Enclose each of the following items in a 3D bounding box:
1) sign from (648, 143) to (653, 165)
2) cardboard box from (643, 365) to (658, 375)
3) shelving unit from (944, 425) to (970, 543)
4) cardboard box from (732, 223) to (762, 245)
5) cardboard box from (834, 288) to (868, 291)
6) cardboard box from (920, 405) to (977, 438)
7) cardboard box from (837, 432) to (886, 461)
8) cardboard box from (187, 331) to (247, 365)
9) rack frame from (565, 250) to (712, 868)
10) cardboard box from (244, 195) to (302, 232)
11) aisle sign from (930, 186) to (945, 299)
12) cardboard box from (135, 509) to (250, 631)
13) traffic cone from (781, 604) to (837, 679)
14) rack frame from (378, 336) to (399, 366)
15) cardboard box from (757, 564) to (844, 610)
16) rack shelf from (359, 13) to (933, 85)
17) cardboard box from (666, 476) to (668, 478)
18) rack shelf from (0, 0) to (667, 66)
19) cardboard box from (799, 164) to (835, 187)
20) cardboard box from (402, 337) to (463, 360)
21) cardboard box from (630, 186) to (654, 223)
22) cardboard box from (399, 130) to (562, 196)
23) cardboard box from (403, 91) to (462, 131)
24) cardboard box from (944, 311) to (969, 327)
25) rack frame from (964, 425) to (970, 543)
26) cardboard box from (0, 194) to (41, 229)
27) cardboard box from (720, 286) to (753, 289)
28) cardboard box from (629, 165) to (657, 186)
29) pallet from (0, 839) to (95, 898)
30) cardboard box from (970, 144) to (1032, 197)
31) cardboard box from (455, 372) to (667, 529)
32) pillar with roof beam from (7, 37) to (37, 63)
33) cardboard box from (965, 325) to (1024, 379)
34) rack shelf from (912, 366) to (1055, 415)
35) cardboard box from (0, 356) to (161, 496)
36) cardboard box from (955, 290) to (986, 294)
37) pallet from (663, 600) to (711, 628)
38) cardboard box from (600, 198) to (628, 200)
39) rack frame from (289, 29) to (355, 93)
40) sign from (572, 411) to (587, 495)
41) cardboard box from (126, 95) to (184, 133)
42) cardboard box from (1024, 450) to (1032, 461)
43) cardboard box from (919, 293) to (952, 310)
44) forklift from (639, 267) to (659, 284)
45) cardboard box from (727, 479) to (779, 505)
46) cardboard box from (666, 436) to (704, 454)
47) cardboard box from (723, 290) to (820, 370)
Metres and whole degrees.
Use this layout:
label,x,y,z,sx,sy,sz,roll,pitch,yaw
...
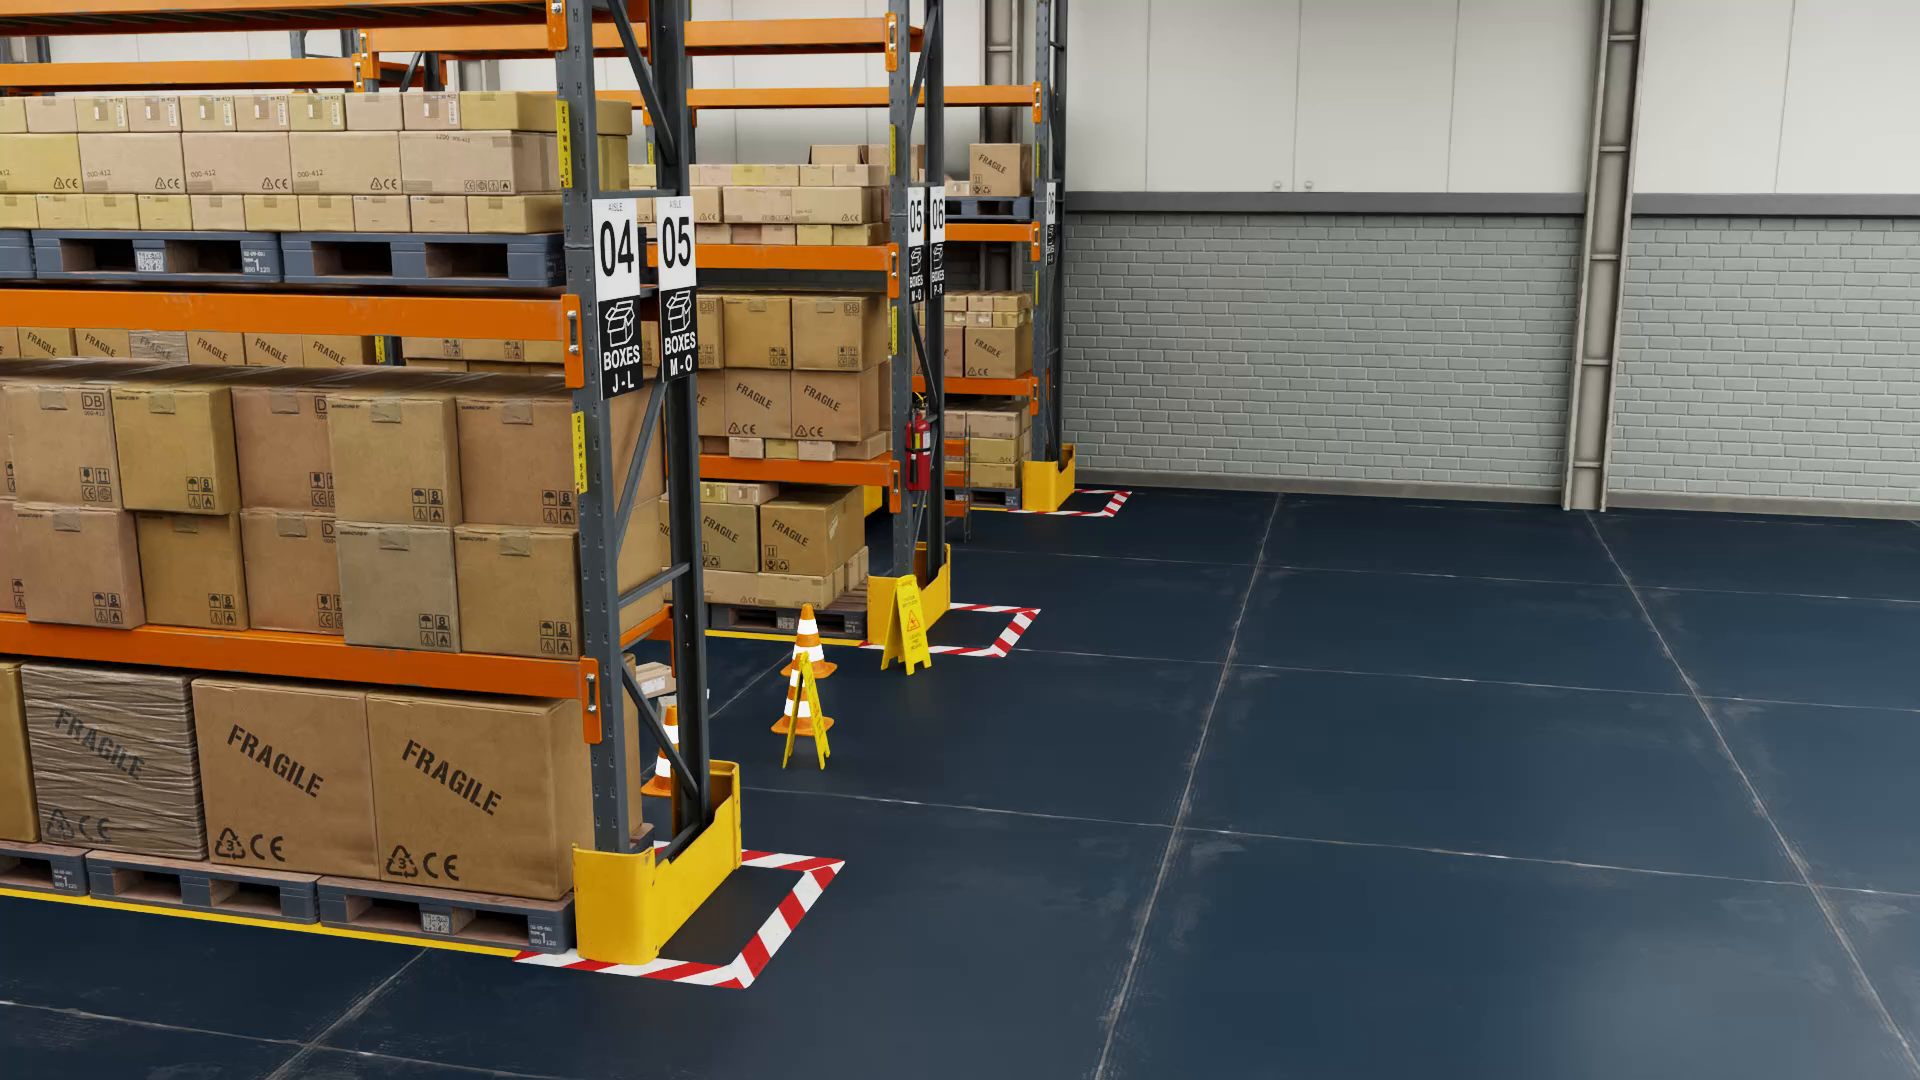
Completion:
label,x,y,z,sx,sy,sz,roll,pitch,yaw
sign,-3.114,-3.836,16.768,0.005,0.325,0.100,3,13,14
cardboard box,-2.346,-1.077,12.260,0.500,0.500,0.500,3,13,14
shelving unit,-0.052,-0.515,15.149,0.252,1.050,0.215,3,13,14
cardboard box,-1.438,-2.184,11.823,0.250,0.149,0.380,3,13,14
cardboard box,-1.137,-2.545,17.379,0.250,0.149,0.380,3,13,15
cardboard box,-0.129,-1.207,16.834,0.500,0.250,0.500,3,13,15
cardboard box,-0.710,-0.680,11.970,0.250,0.149,0.380,4,13,15
cardboard box,-5.664,-1.464,13.037,0.500,0.500,0.500,4,13,15
rack frame,-1.383,0.218,7.343,0.127,3.000,1.000,3,13,14
cardboard box,-2.776,-1.377,6.984,0.250,0.149,0.380,3,13,13
aisle sign,-0.161,-2.160,12.056,0.004,0.787,0.394,3,13,14
cardboard box,-3.332,0.037,7.813,0.500,0.550,0.875,3,13,14
traffic cone,-1.022,0.659,11.211,0.334,0.463,0.336,3,13,14
rack frame,-4.179,-1.036,12.994,0.127,3.000,1.000,3,13,14
cardboard box,-1.168,0.322,12.250,0.500,0.250,0.500,3,13,13
rack shelf,-2.237,-3.508,11.955,4.000,0.370,1.077,3,13,14
cardboard box,-2.550,-0.238,13.046,0.500,0.500,0.500,4,13,17
rack shelf,-3.325,-2.268,7.282,4.000,0.370,1.077,3,13,14
cardboard box,-0.936,-2.536,11.570,0.250,0.149,0.380,3,13,15
cardboard box,-3.804,-1.650,12.534,0.500,0.500,0.700,3,13,13
cardboard box,-2.341,-2.413,11.933,0.500,0.250,0.500,3,13,14
cardboard box,-1.925,-1.539,6.796,0.500,0.250,0.500,3,13,14
cardboard box,-2.034,-1.726,6.720,0.250,0.149,0.380,3,13,14
cardboard box,-0.006,-2.230,16.649,0.250,0.149,0.380,3,13,15
rack frame,0.067,-0.509,15.120,0.008,1.050,0.200,3,13,14
cardboard box,-4.006,-1.443,7.281,0.250,0.149,0.380,3,13,13
cardboard box,-2.377,-2.616,17.700,0.250,0.149,0.380,3,13,12
cardboard box,-2.191,-2.587,11.801,0.250,0.149,0.380,3,13,15
pallet,-4.547,1.427,8.329,1.213,0.211,1.003,3,13,14
cardboard box,0.402,-3.611,16.245,0.500,0.500,0.500,3,13,15
cardboard box,-1.734,-0.410,7.333,0.550,0.550,0.875,3,13,14
pillar with roof beam,-12.252,-4.744,15.858,0.400,9.000,9.100,3,13,14
cardboard box,0.349,-1.892,16.619,0.500,0.500,0.500,3,13,12
rack shelf,-1.052,-1.625,17.310,4.000,0.370,1.077,3,13,14
cardboard box,-4.355,-0.560,8.008,0.550,0.550,0.875,3,13,14
cardboard box,0.110,-2.477,17.073,0.250,0.149,0.380,3,13,15
pallet,-2.330,0.416,12.889,1.213,0.211,1.003,3,13,14
cardboard box,-1.639,-1.463,7.373,0.250,0.149,0.380,3,13,14
rack frame,-6.877,-5.216,17.986,0.127,3.000,1.000,3,13,14
sign,-1.527,-0.350,6.681,0.005,0.325,0.100,3,13,14
cardboard box,-3.273,-1.792,7.017,0.250,0.149,0.380,3,13,14
cardboard box,0.460,-0.802,17.317,0.500,0.250,0.500,3,13,14
cardboard box,-0.239,-2.400,16.727,0.250,0.149,0.380,3,13,14
forklift,-3.667,-1.826,16.713,1.130,2.935,3.031,-10,16,-37
cardboard box,-1.508,-0.365,12.122,0.250,0.149,0.380,3,13,15
cardboard box,-1.968,-0.732,12.203,0.250,0.149,0.380,3,13,13
cardboard box,-1.333,-1.519,11.945,0.500,0.500,0.700,3,13,14
